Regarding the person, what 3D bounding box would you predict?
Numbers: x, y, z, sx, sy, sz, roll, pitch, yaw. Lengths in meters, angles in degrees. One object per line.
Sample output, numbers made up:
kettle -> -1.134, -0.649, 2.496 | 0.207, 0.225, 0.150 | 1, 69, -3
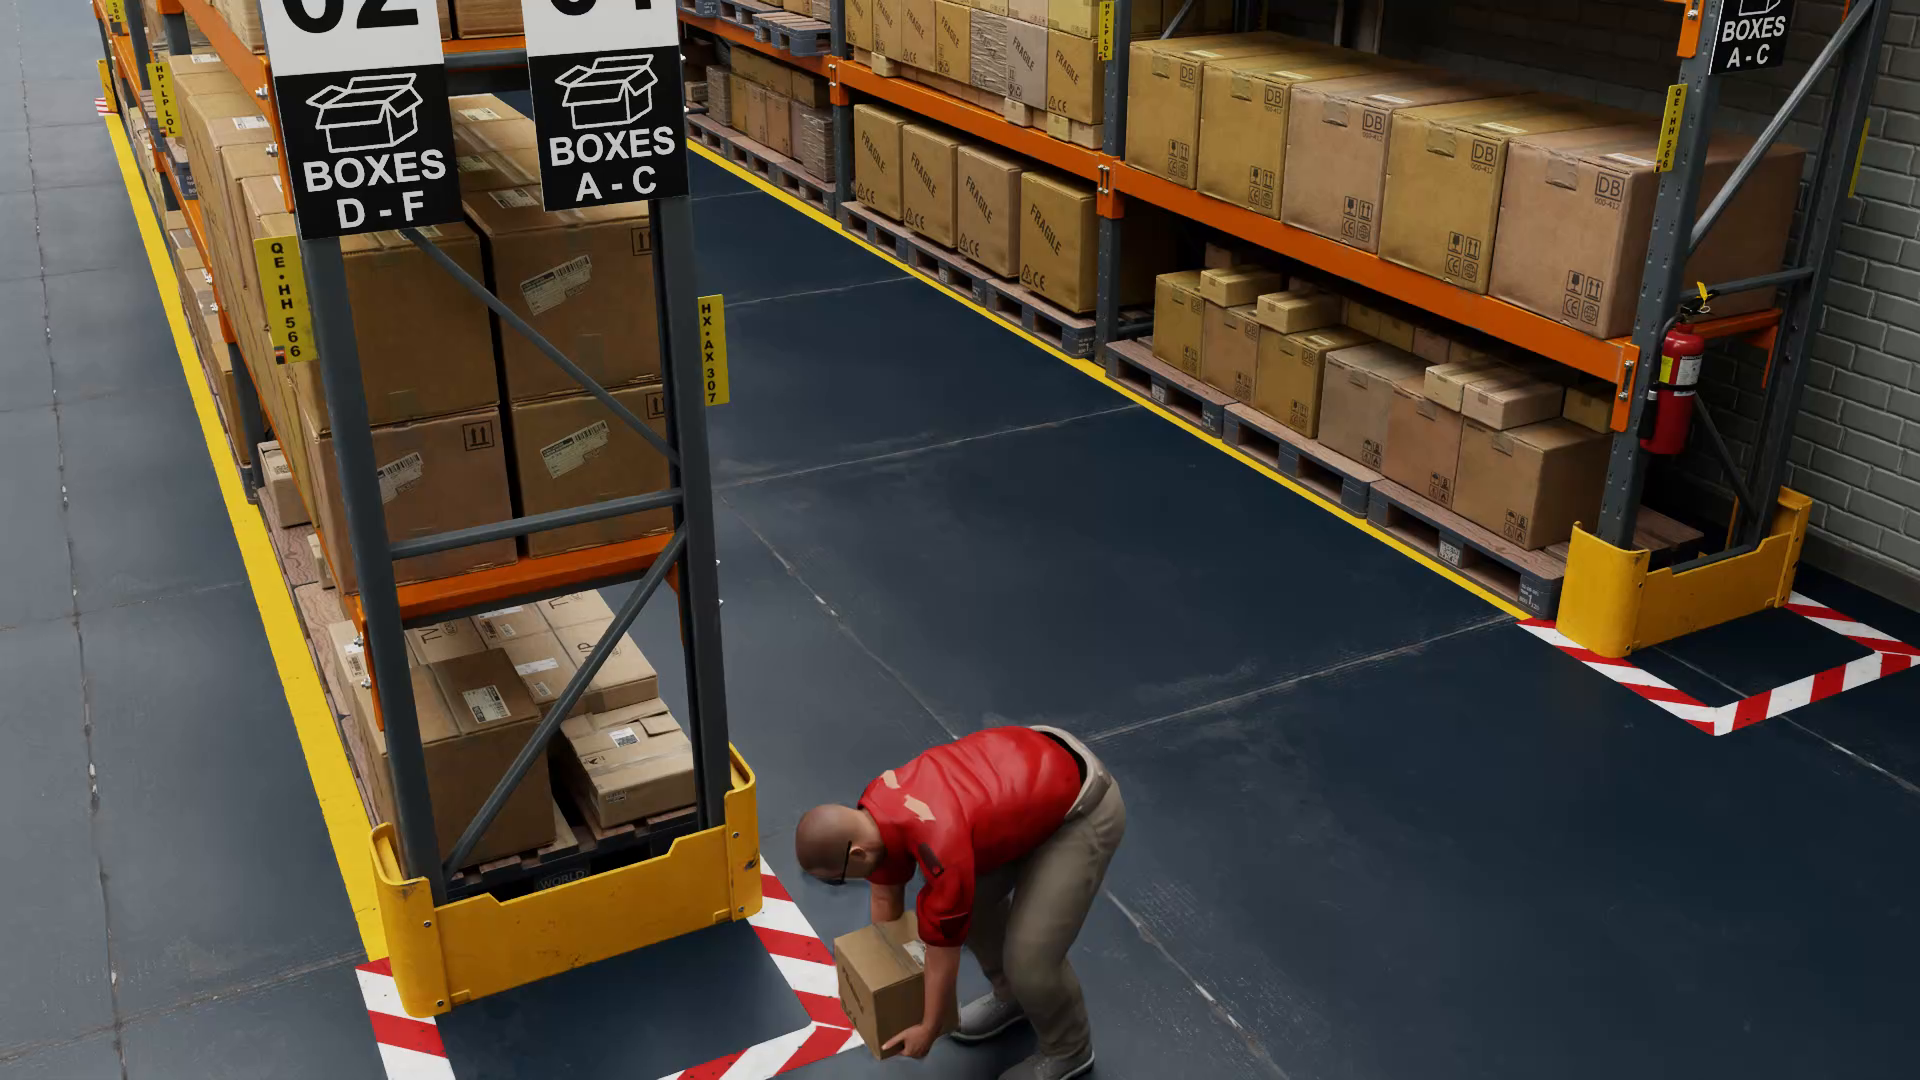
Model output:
person -> -0.002, 1.075, 4.626 | 0.959, 1.078, 0.498 | -14, 29, -27
